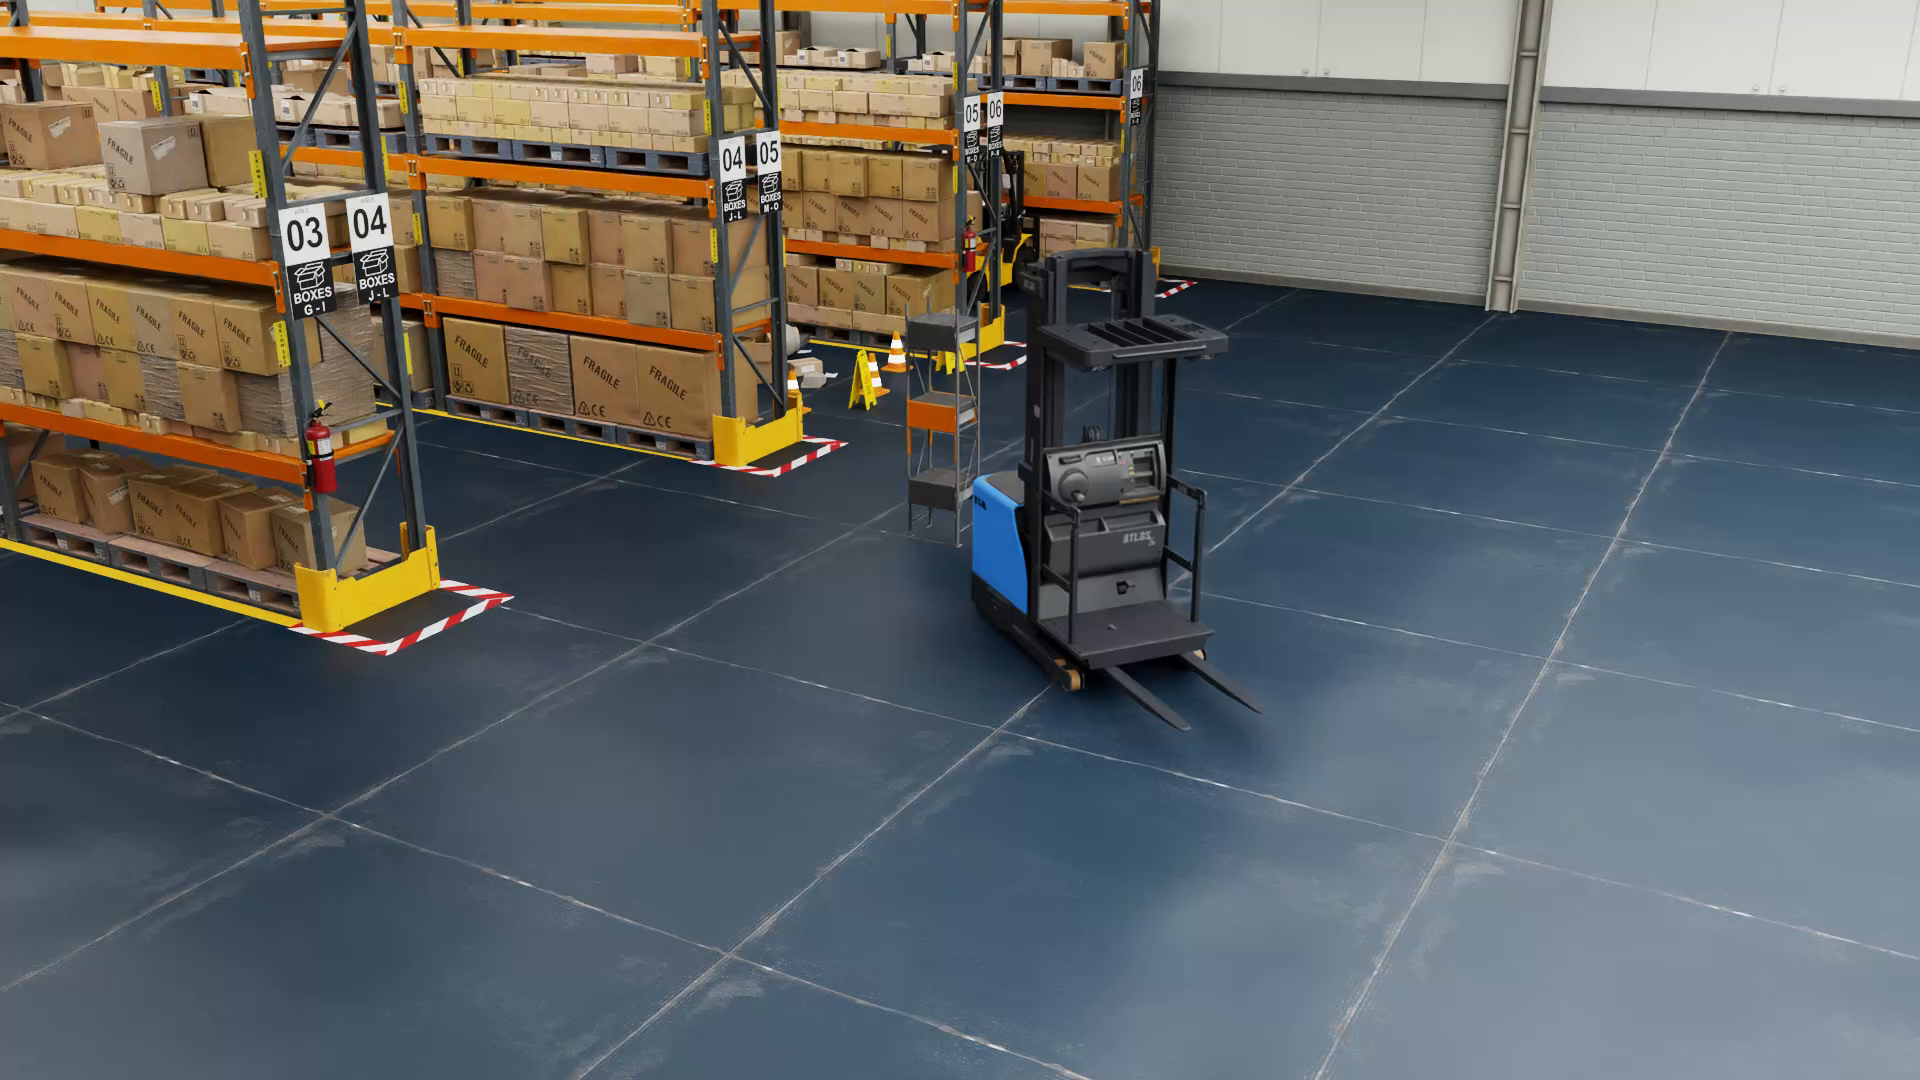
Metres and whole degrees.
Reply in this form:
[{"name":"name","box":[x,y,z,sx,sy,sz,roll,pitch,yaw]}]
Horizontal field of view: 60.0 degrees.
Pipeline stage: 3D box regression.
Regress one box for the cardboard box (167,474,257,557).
[{"name":"cardboard box","box":[-6.214,-0.211,13.897,0.500,0.500,0.500,13,24,32]}]

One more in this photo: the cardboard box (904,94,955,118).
[{"name":"cardboard box","box":[-0.346,-5.316,20.303,0.500,0.250,0.500,10,22,27]}]

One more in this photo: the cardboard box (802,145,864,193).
[{"name":"cardboard box","box":[-1.622,-4.773,21.374,0.500,0.500,0.700,11,22,27]}]

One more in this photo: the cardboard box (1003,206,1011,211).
[{"name":"cardboard box","box":[0.566,-5.158,26.433,0.500,0.250,0.500,11,23,28]}]

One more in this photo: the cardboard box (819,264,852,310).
[{"name":"cardboard box","box":[-1.489,-3.316,21.723,0.500,0.500,0.500,10,22,26]}]

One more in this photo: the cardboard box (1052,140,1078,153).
[{"name":"cardboard box","box":[1.580,-5.929,25.075,0.250,0.149,0.380,11,23,28]}]

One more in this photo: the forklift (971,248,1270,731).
[{"name":"forklift","box":[1.131,-0.468,11.656,1.130,2.935,3.031,-8,22,-22]}]

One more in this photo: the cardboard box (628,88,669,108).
[{"name":"cardboard box","box":[-2.995,-4.292,16.134,0.250,0.149,0.380,11,23,28]}]

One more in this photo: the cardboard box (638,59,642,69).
[{"name":"cardboard box","box":[-5.341,-8.076,28.350,0.500,0.250,0.500,11,23,27]}]

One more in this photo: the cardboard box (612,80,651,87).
[{"name":"cardboard box","box":[-3.339,-4.614,17.022,0.250,0.149,0.380,10,22,27]}]

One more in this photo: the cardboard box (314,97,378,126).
[{"name":"cardboard box","box":[-6.771,-4.730,18.363,0.500,0.250,0.500,11,22,27]}]

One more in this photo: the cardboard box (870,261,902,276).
[{"name":"cardboard box","box":[-0.948,-3.490,21.252,0.250,0.149,0.380,12,23,29]}]

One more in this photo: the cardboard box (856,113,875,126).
[{"name":"cardboard box","box":[-1.094,-5.275,20.775,0.250,0.149,0.380,11,22,27]}]

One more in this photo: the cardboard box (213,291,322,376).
[{"name":"cardboard box","box":[-5.202,-1.556,12.505,0.500,0.500,0.500,11,23,27]}]

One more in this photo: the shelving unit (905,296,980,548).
[{"name":"shelving unit","box":[-0.145,-1.015,14.381,0.503,2.100,0.431,11,23,27]}]

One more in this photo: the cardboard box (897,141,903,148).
[{"name":"cardboard box","box":[-1.045,-6.449,26.945,0.250,0.149,0.380,10,22,26]}]

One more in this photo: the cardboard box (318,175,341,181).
[{"name":"cardboard box","box":[-9.537,-5.519,25.699,0.500,0.250,0.500,10,22,26]}]

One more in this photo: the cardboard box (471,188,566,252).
[{"name":"cardboard box","box":[-4.744,-3.456,17.988,0.550,0.550,0.875,11,23,27]}]

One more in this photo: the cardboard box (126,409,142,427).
[{"name":"cardboard box","box":[-6.496,-1.030,13.471,0.250,0.149,0.380,11,23,27]}]

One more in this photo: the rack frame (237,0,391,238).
[{"name":"rack frame","box":[-4.601,-3.702,11.671,0.127,3.000,1.000,11,23,27]}]

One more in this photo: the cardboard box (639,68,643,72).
[{"name":"cardboard box","box":[-4.469,-6.411,23.144,0.500,0.250,0.500,11,22,27]}]

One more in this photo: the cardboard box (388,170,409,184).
[{"name":"cardboard box","box":[-8.206,-5.495,24.898,0.500,0.250,0.500,10,22,26]}]

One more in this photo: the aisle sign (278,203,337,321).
[{"name":"aisle sign","box":[-4.693,-2.004,11.976,0.004,0.787,0.394,11,23,27]}]

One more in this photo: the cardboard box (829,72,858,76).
[{"name":"cardboard box","box":[-1.477,-5.946,21.457,0.250,0.149,0.380,11,23,28]}]

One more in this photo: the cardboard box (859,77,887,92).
[{"name":"cardboard box","box":[-1.052,-5.658,20.663,0.250,0.149,0.380,11,23,27]}]

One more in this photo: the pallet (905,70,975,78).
[{"name":"pallet","box":[-0.086,-7.209,25.870,1.213,0.211,1.003,11,23,27]}]

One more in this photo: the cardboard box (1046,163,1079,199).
[{"name":"cardboard box","box":[1.643,-5.450,25.141,0.500,0.500,0.500,12,23,29]}]

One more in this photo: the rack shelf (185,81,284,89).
[{"name":"rack shelf","box":[-11.991,-7.232,26.856,4.000,0.370,1.077,11,23,27]}]

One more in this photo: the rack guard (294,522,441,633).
[{"name":"rack guard","box":[-4.668,0.281,13.155,0.348,0.500,1.175,11,23,27]}]

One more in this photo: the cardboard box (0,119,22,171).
[{"name":"cardboard box","box":[-8.455,-3.310,14.223,0.637,0.503,0.797,10,22,25]}]

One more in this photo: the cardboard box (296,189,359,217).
[{"name":"cardboard box","box":[-4.729,-2.523,12.456,0.250,0.149,0.380,11,22,27]}]

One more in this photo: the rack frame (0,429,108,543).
[{"name":"rack frame","box":[-8.093,-1.547,14.527,0.127,3.000,1.000,11,23,27]}]

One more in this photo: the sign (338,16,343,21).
[{"name":"sign","box":[-11.584,-9.630,31.131,0.005,0.325,0.100,11,23,27]}]

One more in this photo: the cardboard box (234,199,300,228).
[{"name":"cardboard box","box":[-4.996,-2.362,12.011,0.250,0.149,0.380,11,23,27]}]

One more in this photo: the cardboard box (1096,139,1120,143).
[{"name":"cardboard box","box":[2.259,-5.984,25.226,0.250,0.149,0.380,12,23,29]}]

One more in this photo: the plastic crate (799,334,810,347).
[{"name":"plastic crate","box":[-2.290,-2.619,21.766,0.583,0.080,0.402,3,20,9]}]

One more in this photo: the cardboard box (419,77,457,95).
[{"name":"cardboard box","box":[-5.434,-4.756,17.413,0.250,0.149,0.380,11,23,28]}]

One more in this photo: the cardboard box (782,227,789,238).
[{"name":"cardboard box","box":[-2.202,-4.083,21.887,0.250,0.149,0.380,11,23,27]}]

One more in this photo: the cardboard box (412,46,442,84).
[{"name":"cardboard box","box":[-7.709,-6.925,24.192,0.500,0.500,0.700,10,22,25]}]

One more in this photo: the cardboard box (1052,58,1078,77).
[{"name":"cardboard box","box":[1.556,-6.991,24.572,0.258,0.266,0.396,11,23,27]}]

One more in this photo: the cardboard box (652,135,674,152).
[{"name":"cardboard box","box":[-2.769,-3.874,16.151,0.250,0.149,0.380,11,23,28]}]

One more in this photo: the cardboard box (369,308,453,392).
[{"name":"cardboard box","box":[-6.172,-2.223,19.074,0.750,0.750,1.050,11,23,27]}]

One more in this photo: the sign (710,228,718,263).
[{"name":"sign","box":[-2.371,-2.838,16.041,0.005,0.325,0.100,11,23,27]}]

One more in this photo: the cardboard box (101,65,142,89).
[{"name":"cardboard box","box":[-10.013,-5.559,19.921,0.258,0.266,0.396,11,23,27]}]

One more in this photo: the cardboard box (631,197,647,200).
[{"name":"cardboard box","box":[-4.308,-4.661,22.865,0.250,0.149,0.380,10,22,26]}]

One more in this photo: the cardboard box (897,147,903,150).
[{"name":"cardboard box","box":[-1.161,-6.300,27.119,0.500,0.250,0.500,10,22,26]}]

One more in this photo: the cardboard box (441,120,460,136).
[{"name":"cardboard box","box":[-5.207,-4.338,17.431,0.250,0.149,0.380,11,23,28]}]

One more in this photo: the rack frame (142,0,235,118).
[{"name":"rack frame","box":[-9.078,-6.492,19.362,0.127,3.000,1.000,11,23,27]}]

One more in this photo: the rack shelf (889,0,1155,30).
[{"name":"rack shelf","box":[0.903,-7.936,24.987,4.000,0.370,1.077,11,23,27]}]

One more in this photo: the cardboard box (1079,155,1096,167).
[{"name":"cardboard box","box":[1.972,-5.670,24.796,0.250,0.149,0.380,11,23,28]}]

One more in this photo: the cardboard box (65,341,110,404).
[{"name":"cardboard box","box":[-6.826,-1.493,13.798,0.500,0.500,0.875,11,23,27]}]

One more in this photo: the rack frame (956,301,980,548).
[{"name":"rack frame","box":[0.069,-0.974,14.269,0.015,2.100,0.400,11,23,27]}]

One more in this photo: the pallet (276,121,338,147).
[{"name":"pallet","box":[-7.513,-4.716,19.144,1.213,0.211,1.003,12,23,30]}]

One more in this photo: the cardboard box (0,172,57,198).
[{"name":"cardboard box","box":[-7.467,-2.852,13.363,0.250,0.149,0.380,11,23,28]}]

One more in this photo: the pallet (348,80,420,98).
[{"name":"pallet","box":[-8.318,-6.760,24.777,1.213,0.211,1.003,12,23,30]}]
